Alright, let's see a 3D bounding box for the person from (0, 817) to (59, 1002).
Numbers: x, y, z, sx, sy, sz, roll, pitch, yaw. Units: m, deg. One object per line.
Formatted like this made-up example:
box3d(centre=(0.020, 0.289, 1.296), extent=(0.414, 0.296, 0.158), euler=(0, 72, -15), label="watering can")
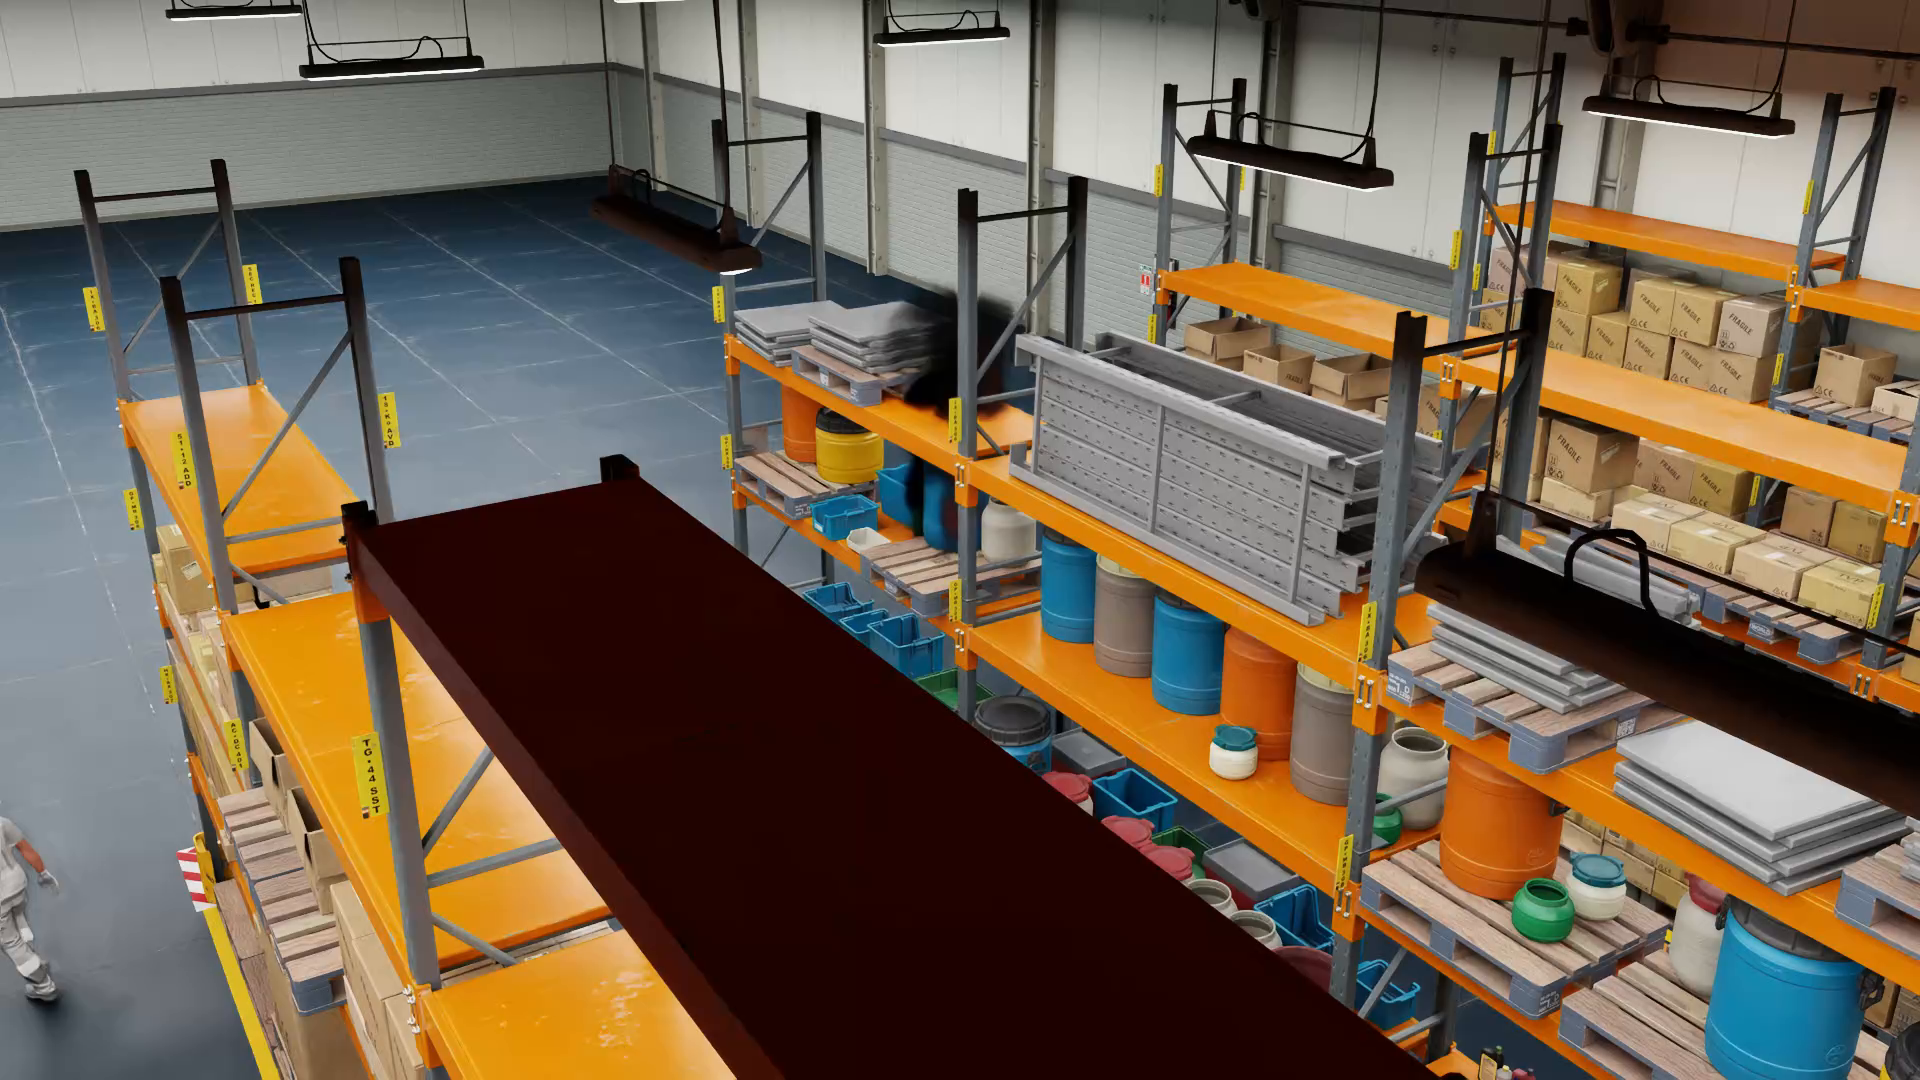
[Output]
box3d(centre=(-7.217, 2.652, 12.426), extent=(0.733, 1.720, 0.644), euler=(11, 25, 26), label="person")
